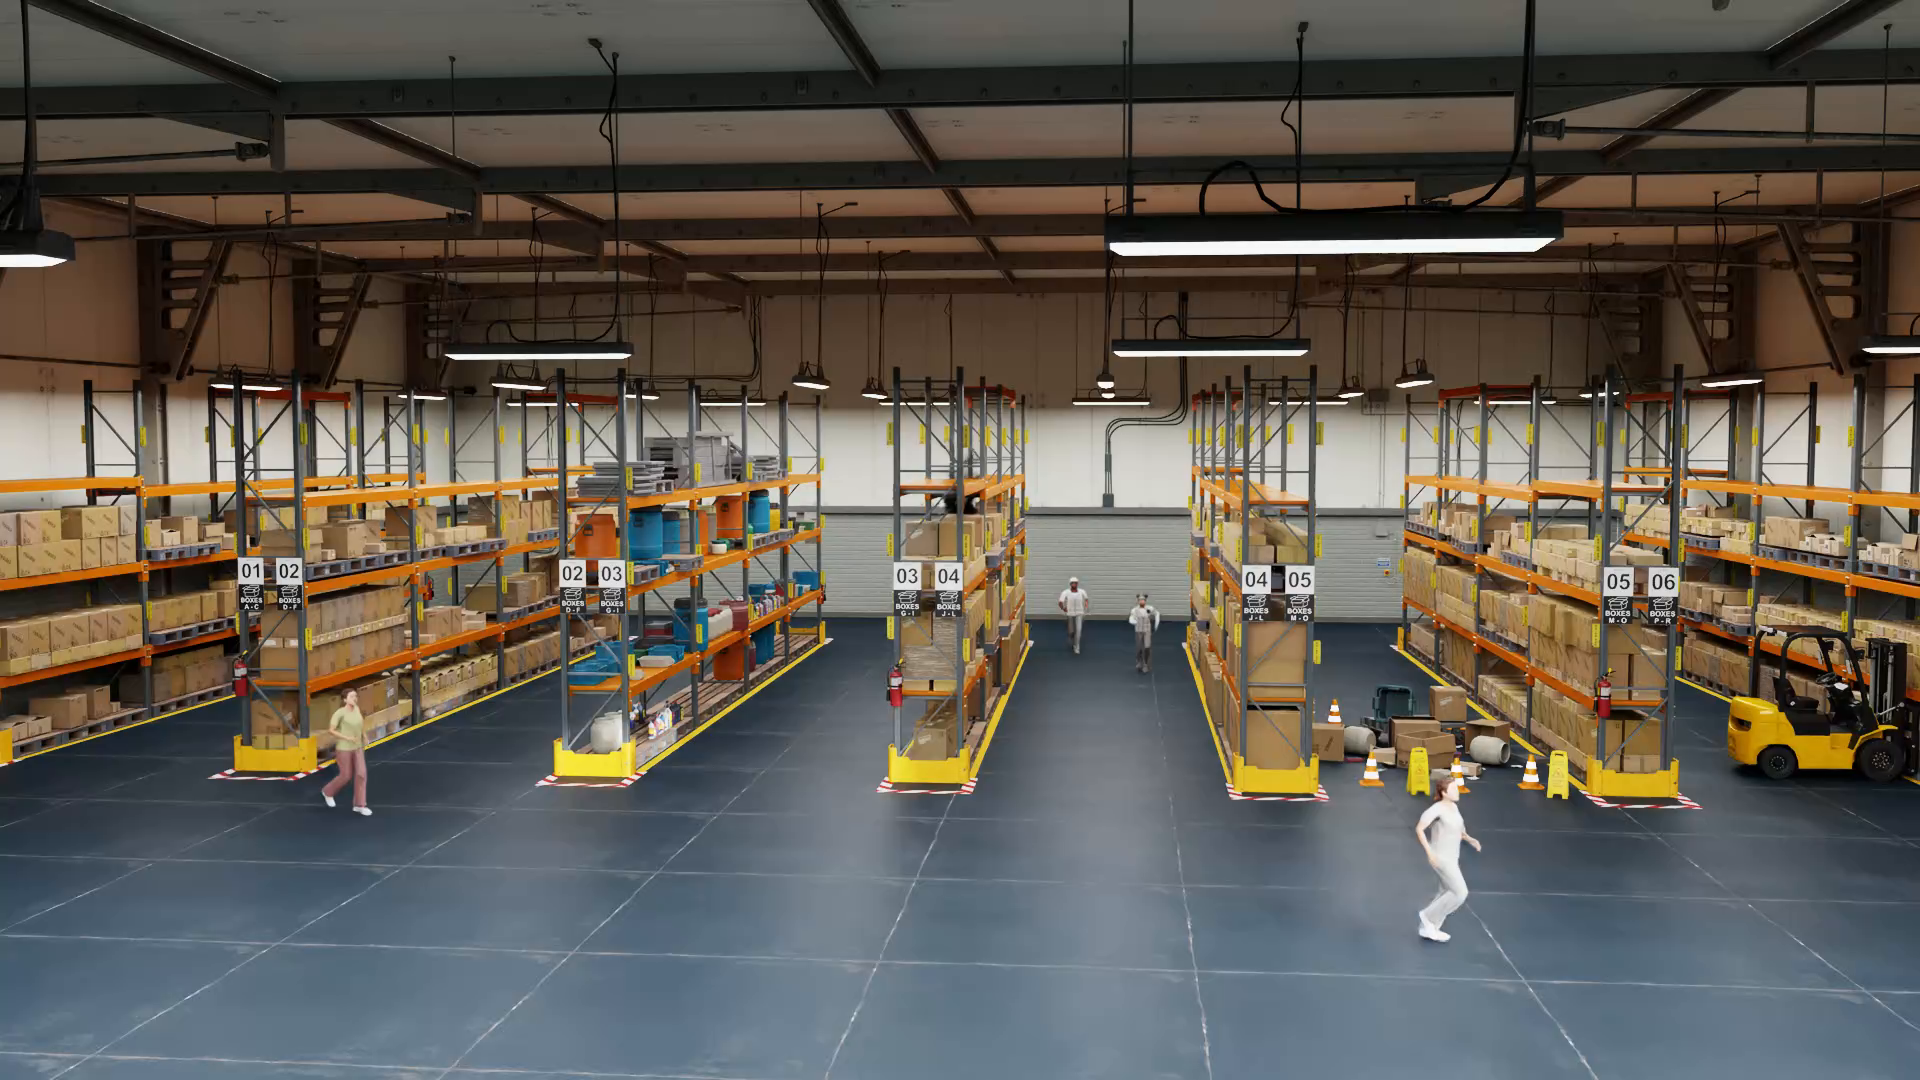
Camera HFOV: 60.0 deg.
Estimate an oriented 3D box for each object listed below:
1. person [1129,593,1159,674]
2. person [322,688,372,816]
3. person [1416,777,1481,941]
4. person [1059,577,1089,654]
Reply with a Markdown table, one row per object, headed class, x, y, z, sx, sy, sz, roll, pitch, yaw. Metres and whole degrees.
| class | x | y | z | sx | sy | sz | roll | pitch | yaw |
| --- | --- | --- | --- | --- | --- | --- | --- | --- | --- |
| person | 3.912 | 1.964 | 35.297 | 0.622 | 1.705 | 0.755 | 1 | 4 | 10 |
| person | -8.150 | 2.799 | 22.144 | 0.816 | 1.679 | 0.601 | 2 | 4 | 28 |
| person | 4.833 | 3.156 | 16.439 | 0.569 | 1.637 | 0.573 | 3 | 5 | 39 |
| person | 2.652 | 1.742 | 38.661 | 0.712 | 1.760 | 0.871 | 0 | 4 | 0 |
